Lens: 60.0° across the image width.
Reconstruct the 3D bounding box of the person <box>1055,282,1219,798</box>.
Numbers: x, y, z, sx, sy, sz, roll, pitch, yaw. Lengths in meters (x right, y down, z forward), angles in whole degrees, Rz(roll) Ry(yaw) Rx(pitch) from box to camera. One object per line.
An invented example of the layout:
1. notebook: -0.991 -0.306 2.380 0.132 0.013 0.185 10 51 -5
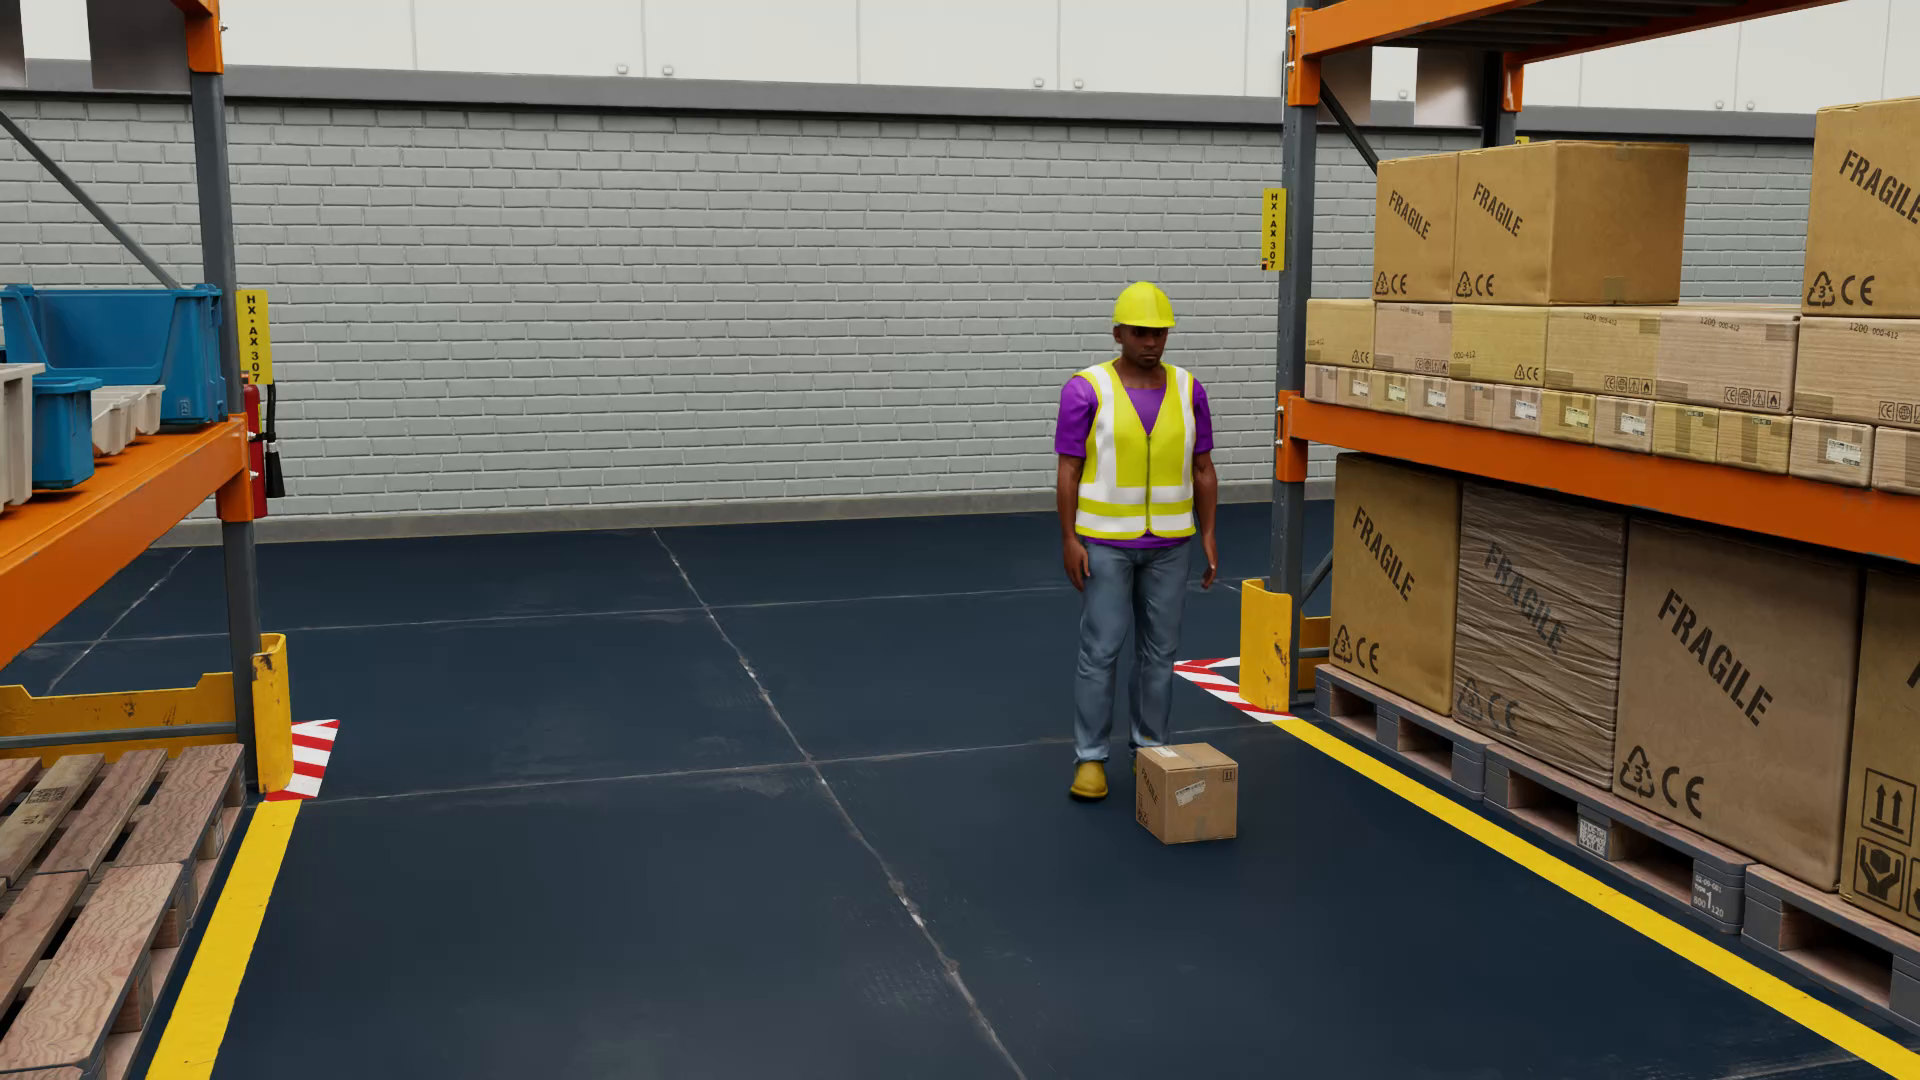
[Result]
1. person: 0.622 -0.001 5.780 0.576 1.770 0.355 -2 9 -14
